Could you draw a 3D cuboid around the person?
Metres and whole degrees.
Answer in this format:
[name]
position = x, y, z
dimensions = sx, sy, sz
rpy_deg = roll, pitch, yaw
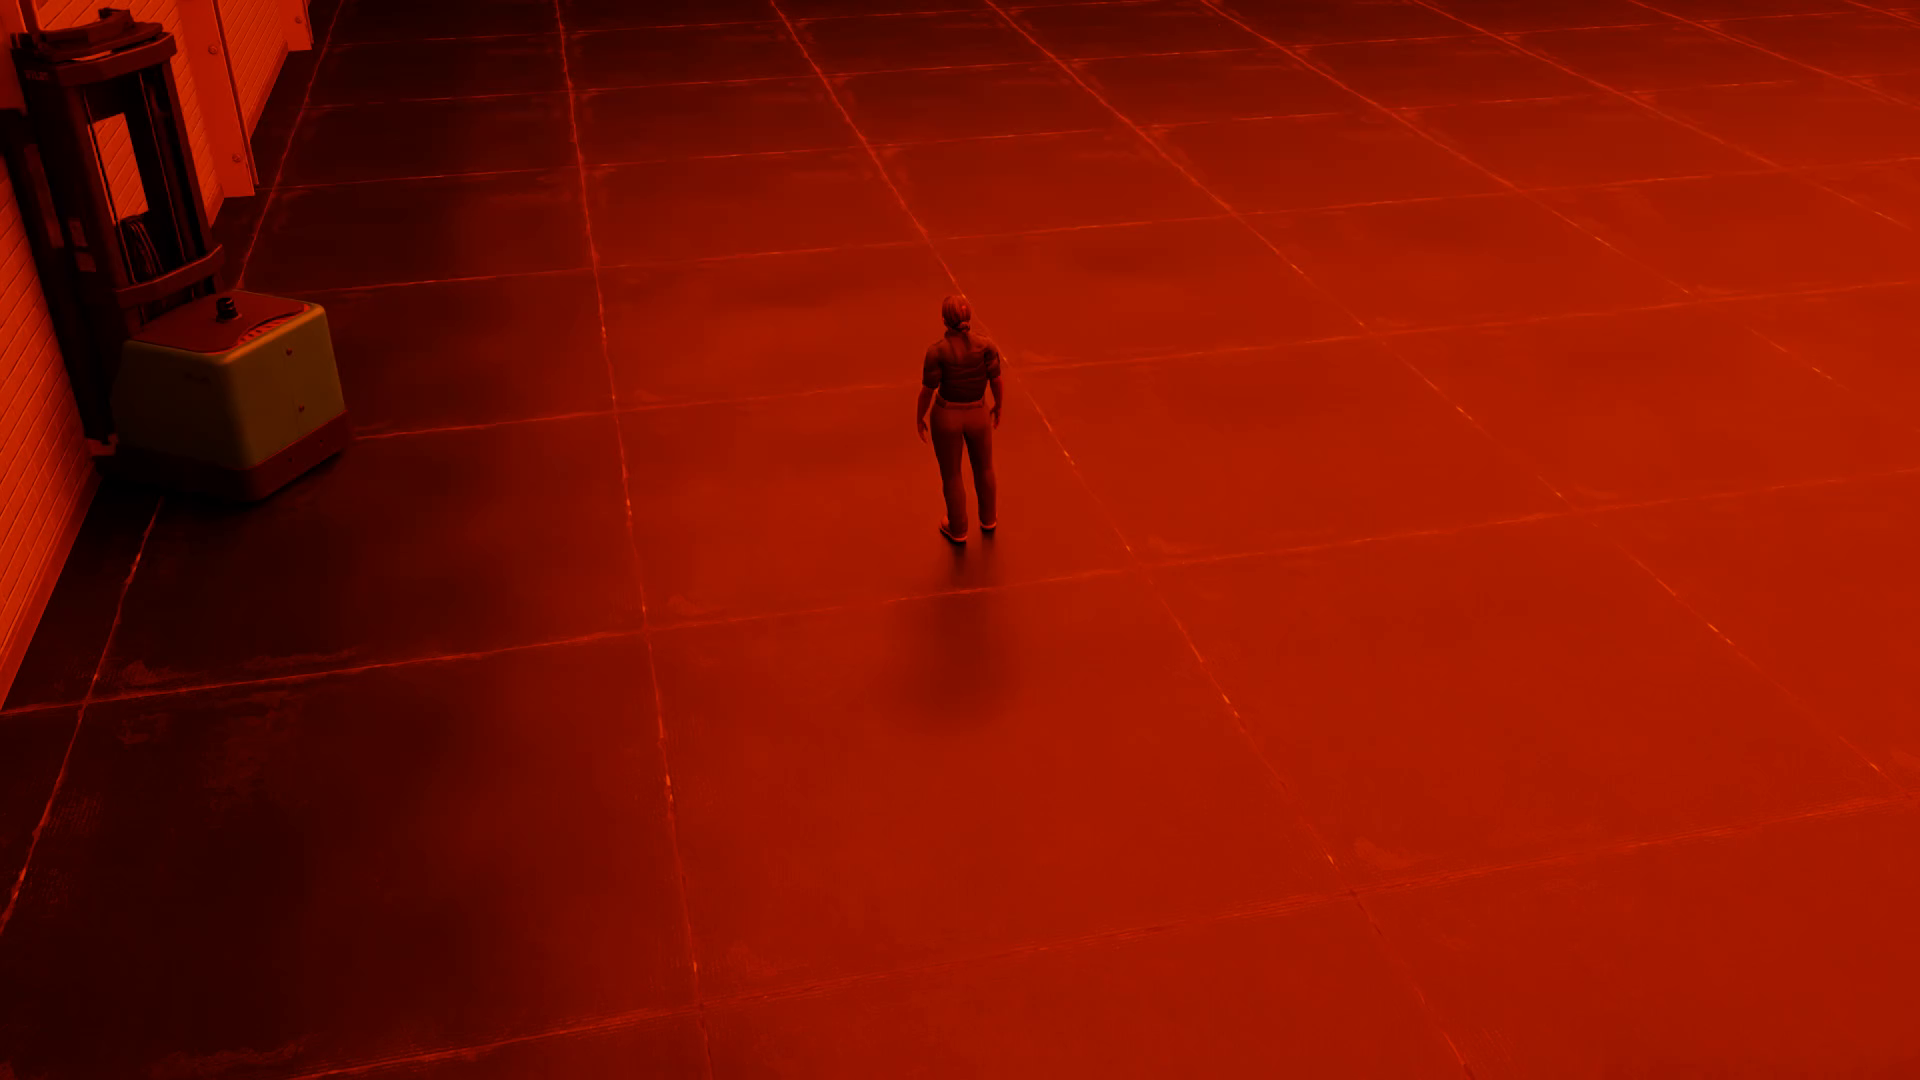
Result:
[person]
position = -0.001, -0.767, 10.160
dimensions = 0.569, 1.654, 0.504
rpy_deg = -7, 31, -12

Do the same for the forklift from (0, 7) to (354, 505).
[forklift]
position = -5.784, -1.956, 10.953
dimensions = 3.031, 2.935, 1.130
rpy_deg = 11, 32, 18
